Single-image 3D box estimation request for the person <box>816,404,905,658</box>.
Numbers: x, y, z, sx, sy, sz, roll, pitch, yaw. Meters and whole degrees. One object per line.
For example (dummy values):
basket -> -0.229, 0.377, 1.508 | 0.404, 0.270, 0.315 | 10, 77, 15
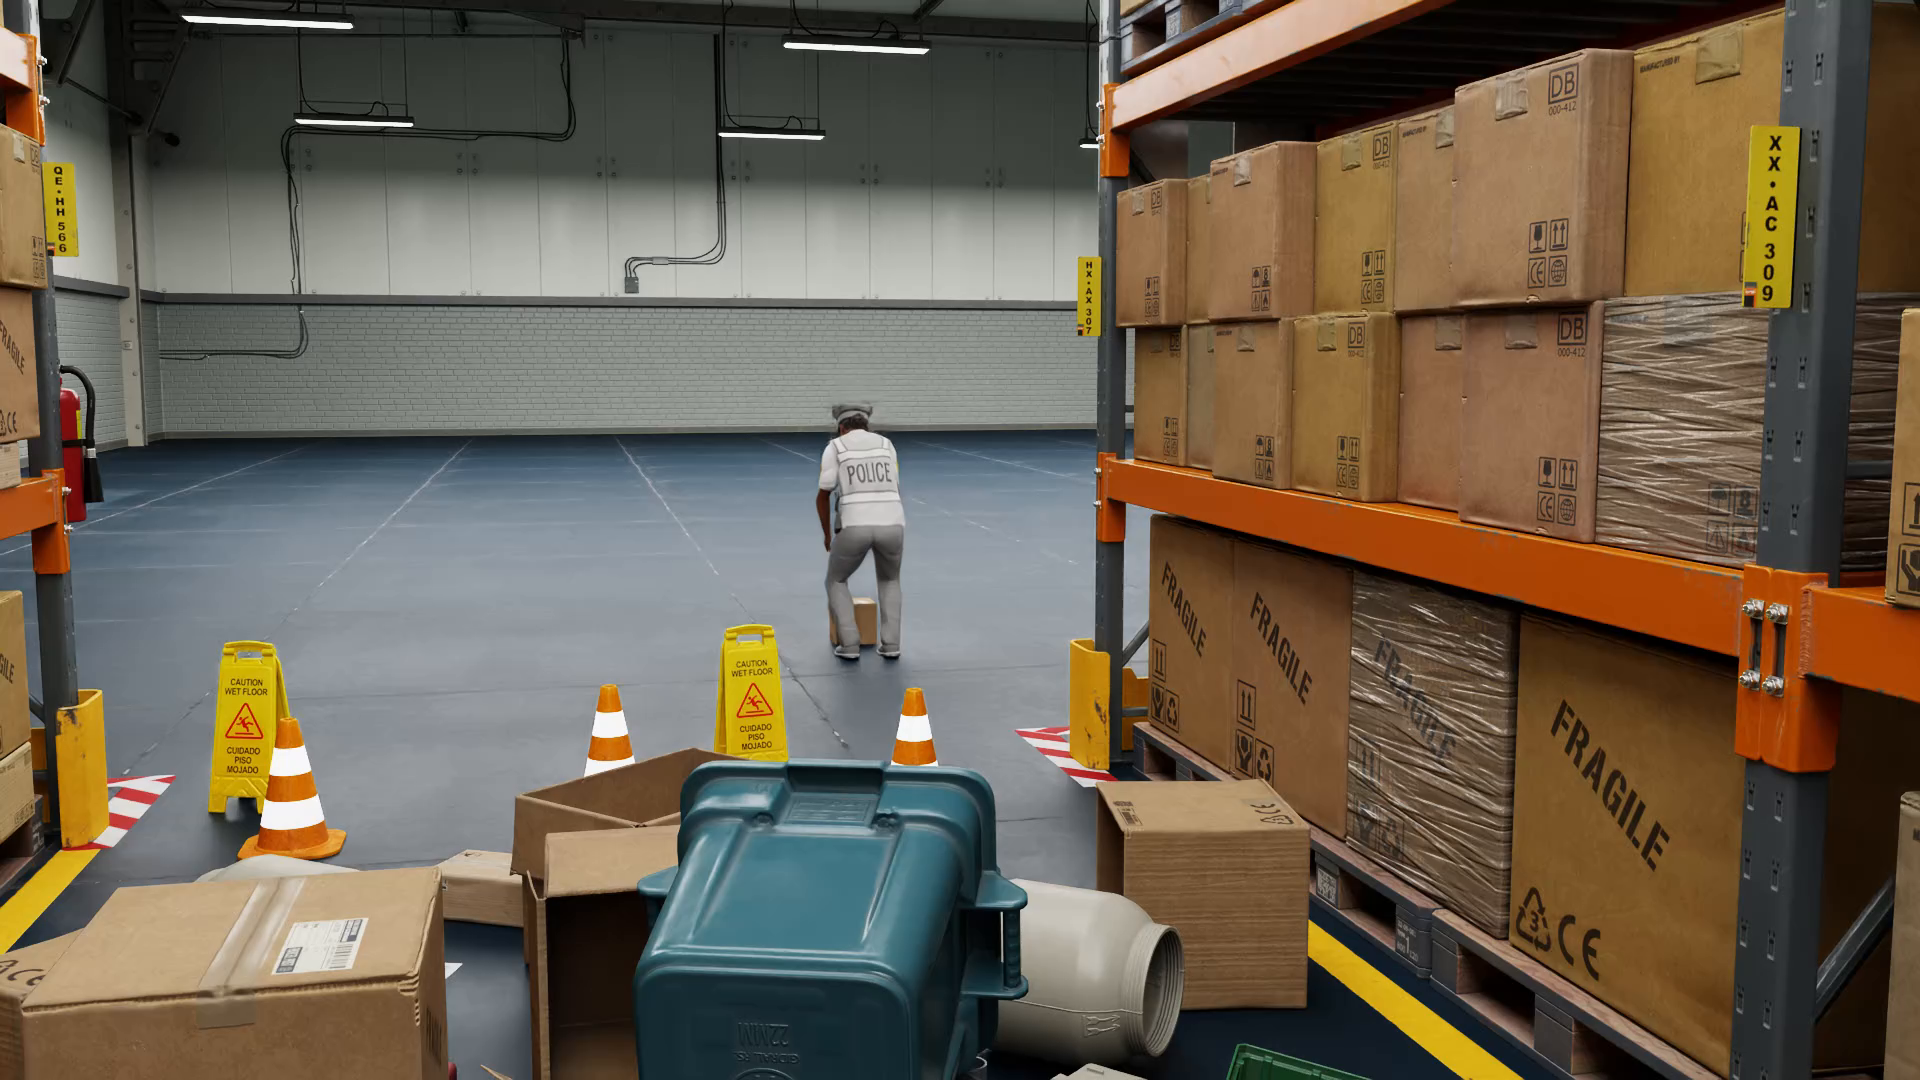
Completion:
person -> -0.580, -0.052, 9.630 | 0.492, 1.464, 0.649 | -1, 6, -13
